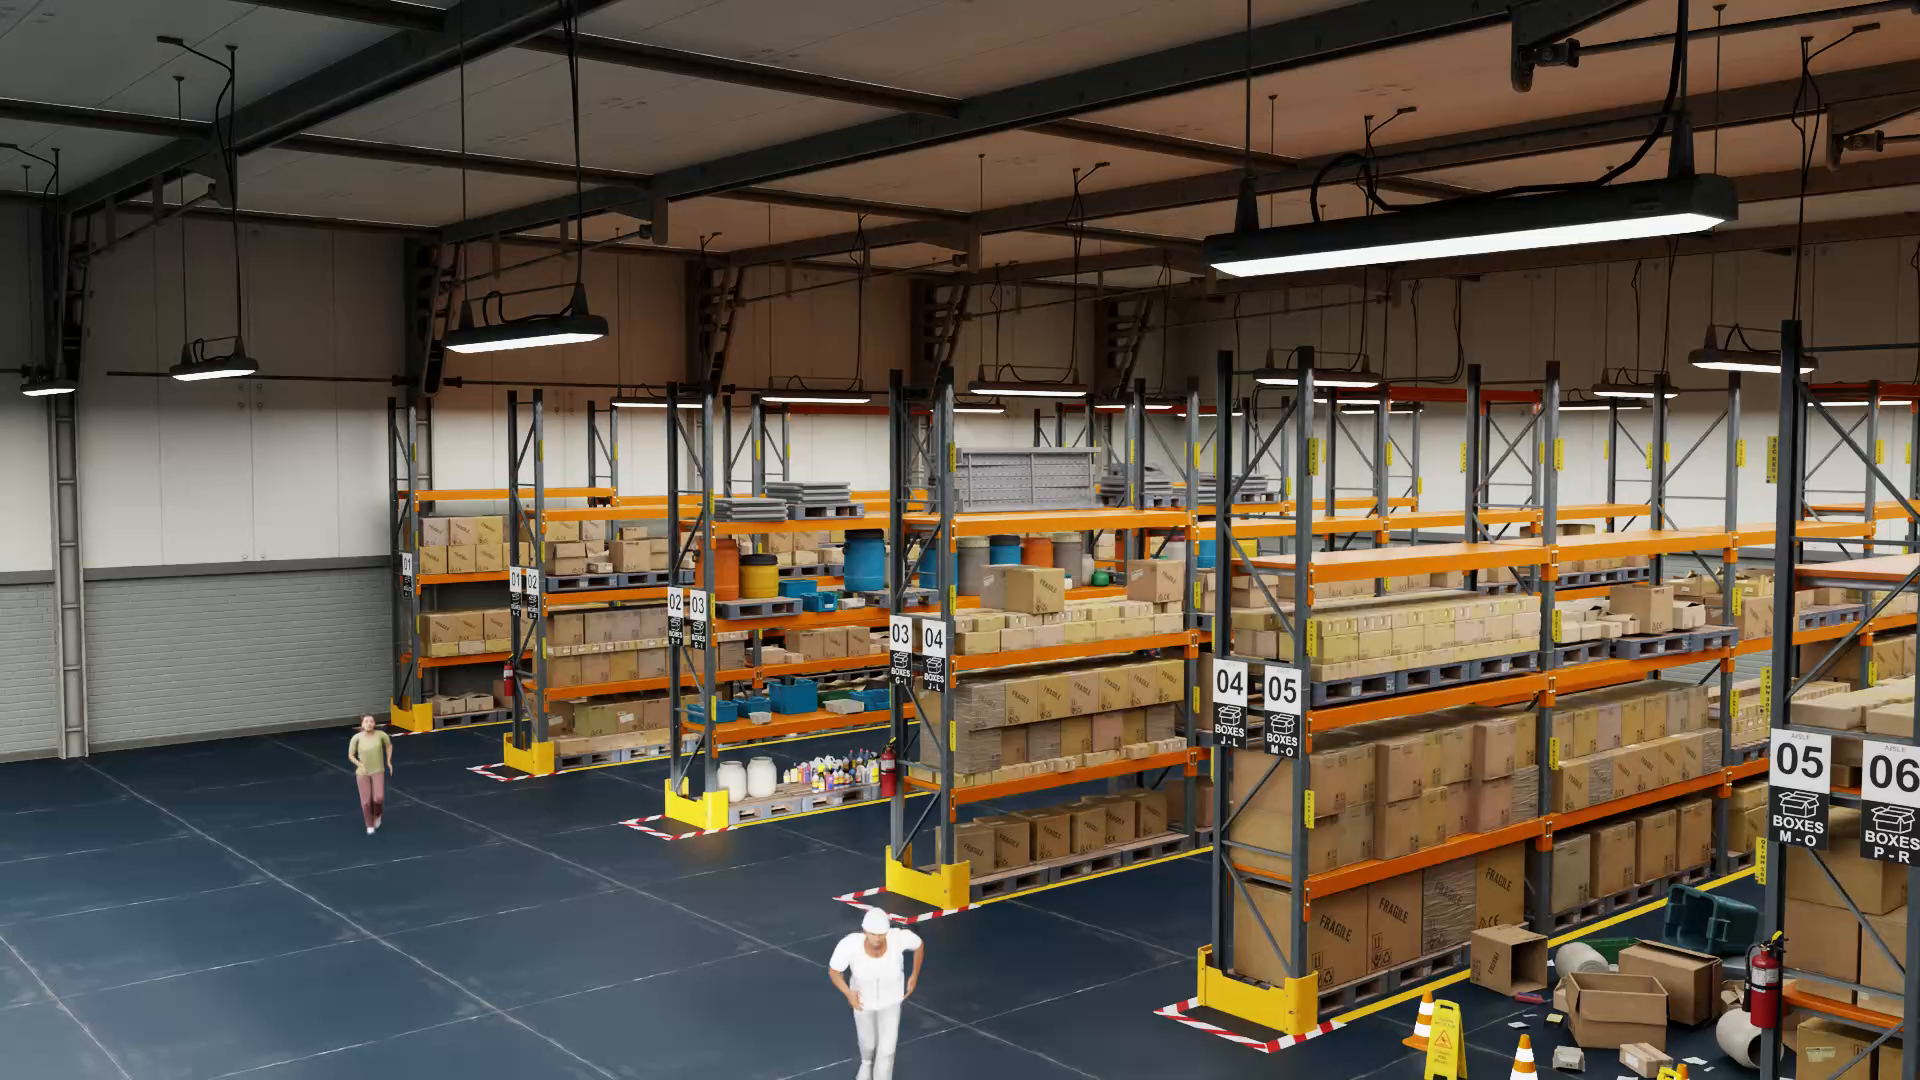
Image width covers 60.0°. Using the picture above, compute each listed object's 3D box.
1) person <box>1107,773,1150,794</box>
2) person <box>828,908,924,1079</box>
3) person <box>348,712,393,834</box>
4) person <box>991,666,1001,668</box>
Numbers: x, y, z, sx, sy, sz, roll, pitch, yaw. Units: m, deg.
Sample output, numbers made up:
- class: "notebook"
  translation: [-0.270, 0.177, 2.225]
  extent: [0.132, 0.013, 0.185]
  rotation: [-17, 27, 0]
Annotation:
- class: "person"
  translation: [2.344, 3.035, 23.444]
  extent: [0.953, 1.621, 0.655]
  rotation: [-2, 4, -34]
- class: "person"
  translation: [-0.652, 3.591, 12.838]
  extent: [0.743, 1.714, 1.056]
  rotation: [0, 3, -8]
- class: "person"
  translation: [-7.739, 3.073, 21.857]
  extent: [0.560, 1.624, 0.621]
  rotation: [-1, 4, -22]
- class: "person"
  translation: [0.386, 2.593, 28.775]
  extent: [0.680, 1.839, 0.842]
  rotation: [3, 4, 42]
